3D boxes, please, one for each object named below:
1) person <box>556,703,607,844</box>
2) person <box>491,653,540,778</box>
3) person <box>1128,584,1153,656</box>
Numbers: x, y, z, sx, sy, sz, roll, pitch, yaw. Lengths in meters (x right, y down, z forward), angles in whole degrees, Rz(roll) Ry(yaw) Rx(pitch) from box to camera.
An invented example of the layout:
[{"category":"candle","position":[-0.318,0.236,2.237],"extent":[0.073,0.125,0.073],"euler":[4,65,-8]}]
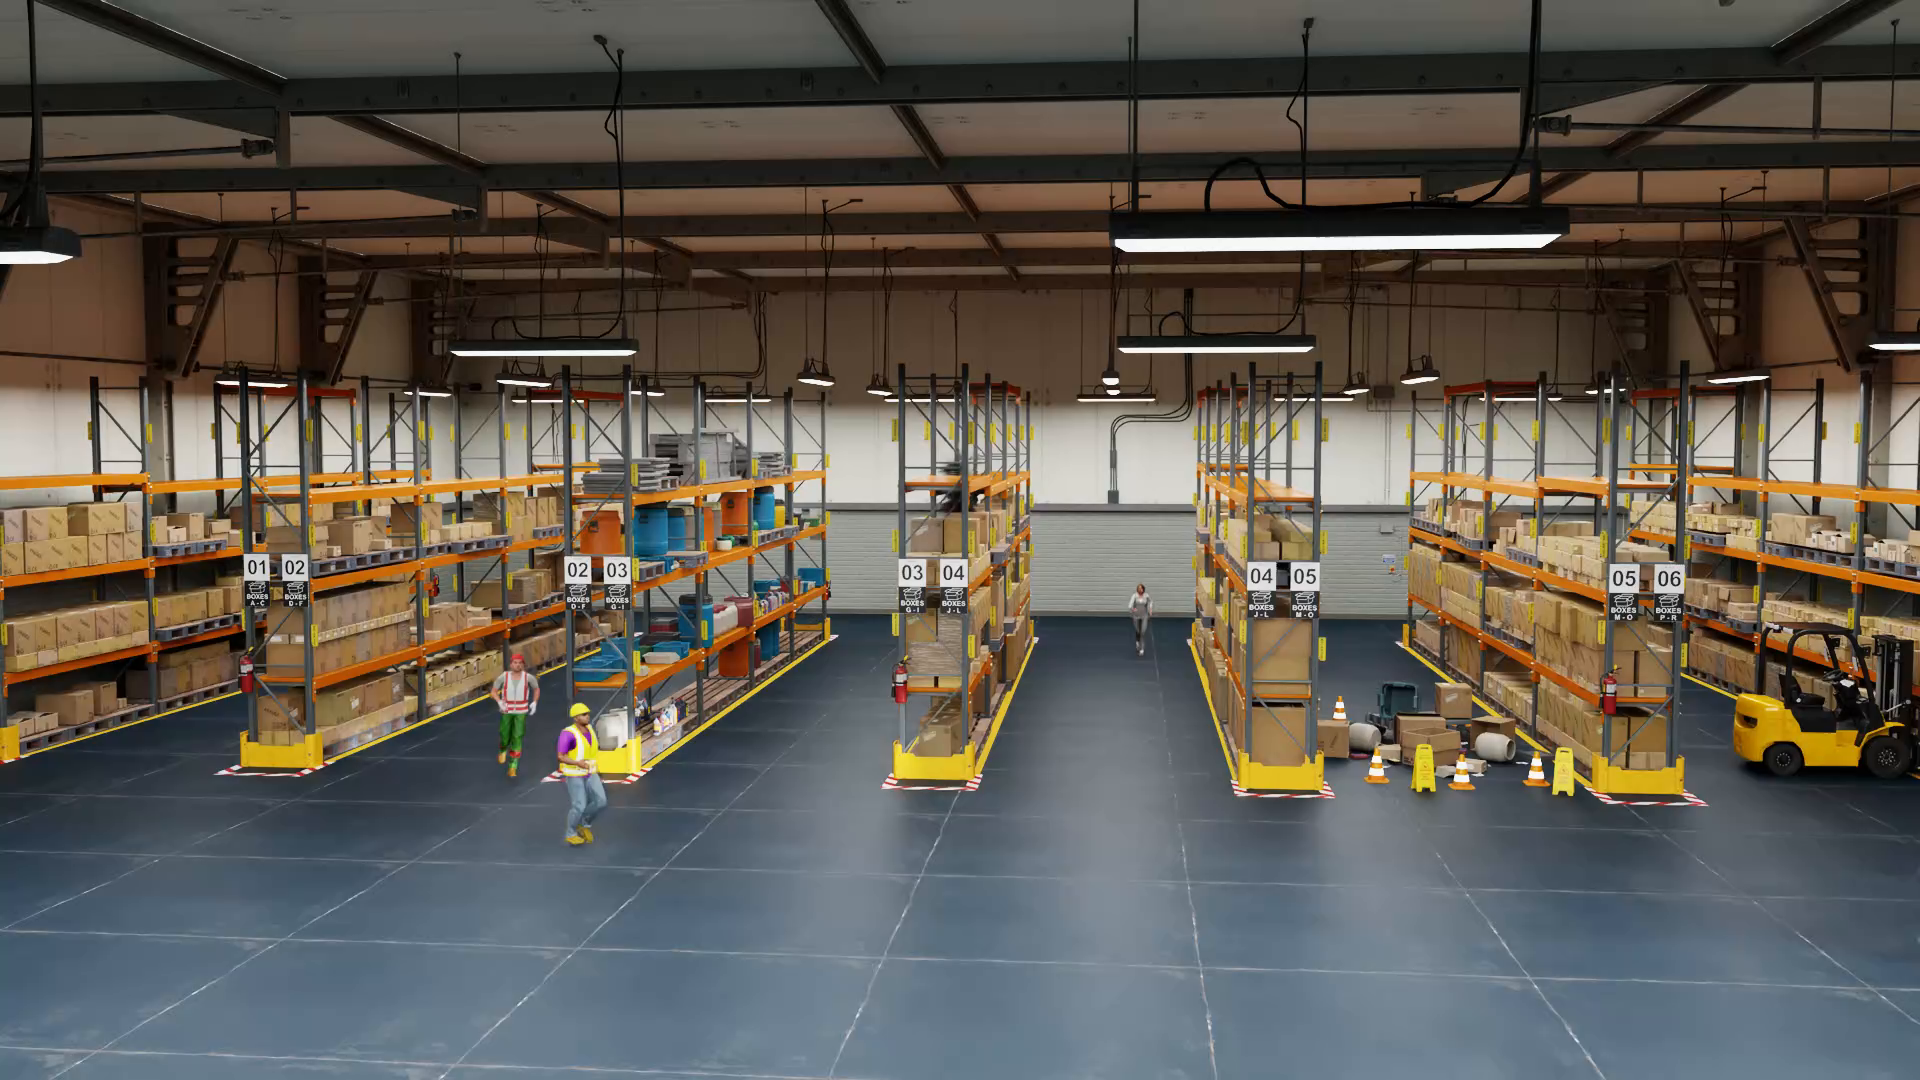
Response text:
[{"category":"person","position":[-4.558,2.836,20.105],"extent":[0.624,1.737,0.696],"euler":[2,4,34]},{"category":"person","position":[-6.548,2.553,24.538],"extent":[0.706,1.777,0.812],"euler":[-1,4,-17]},{"category":"person","position":[4.097,1.786,37.684],"extent":[0.560,1.609,0.857],"euler":[0,4,6]}]
